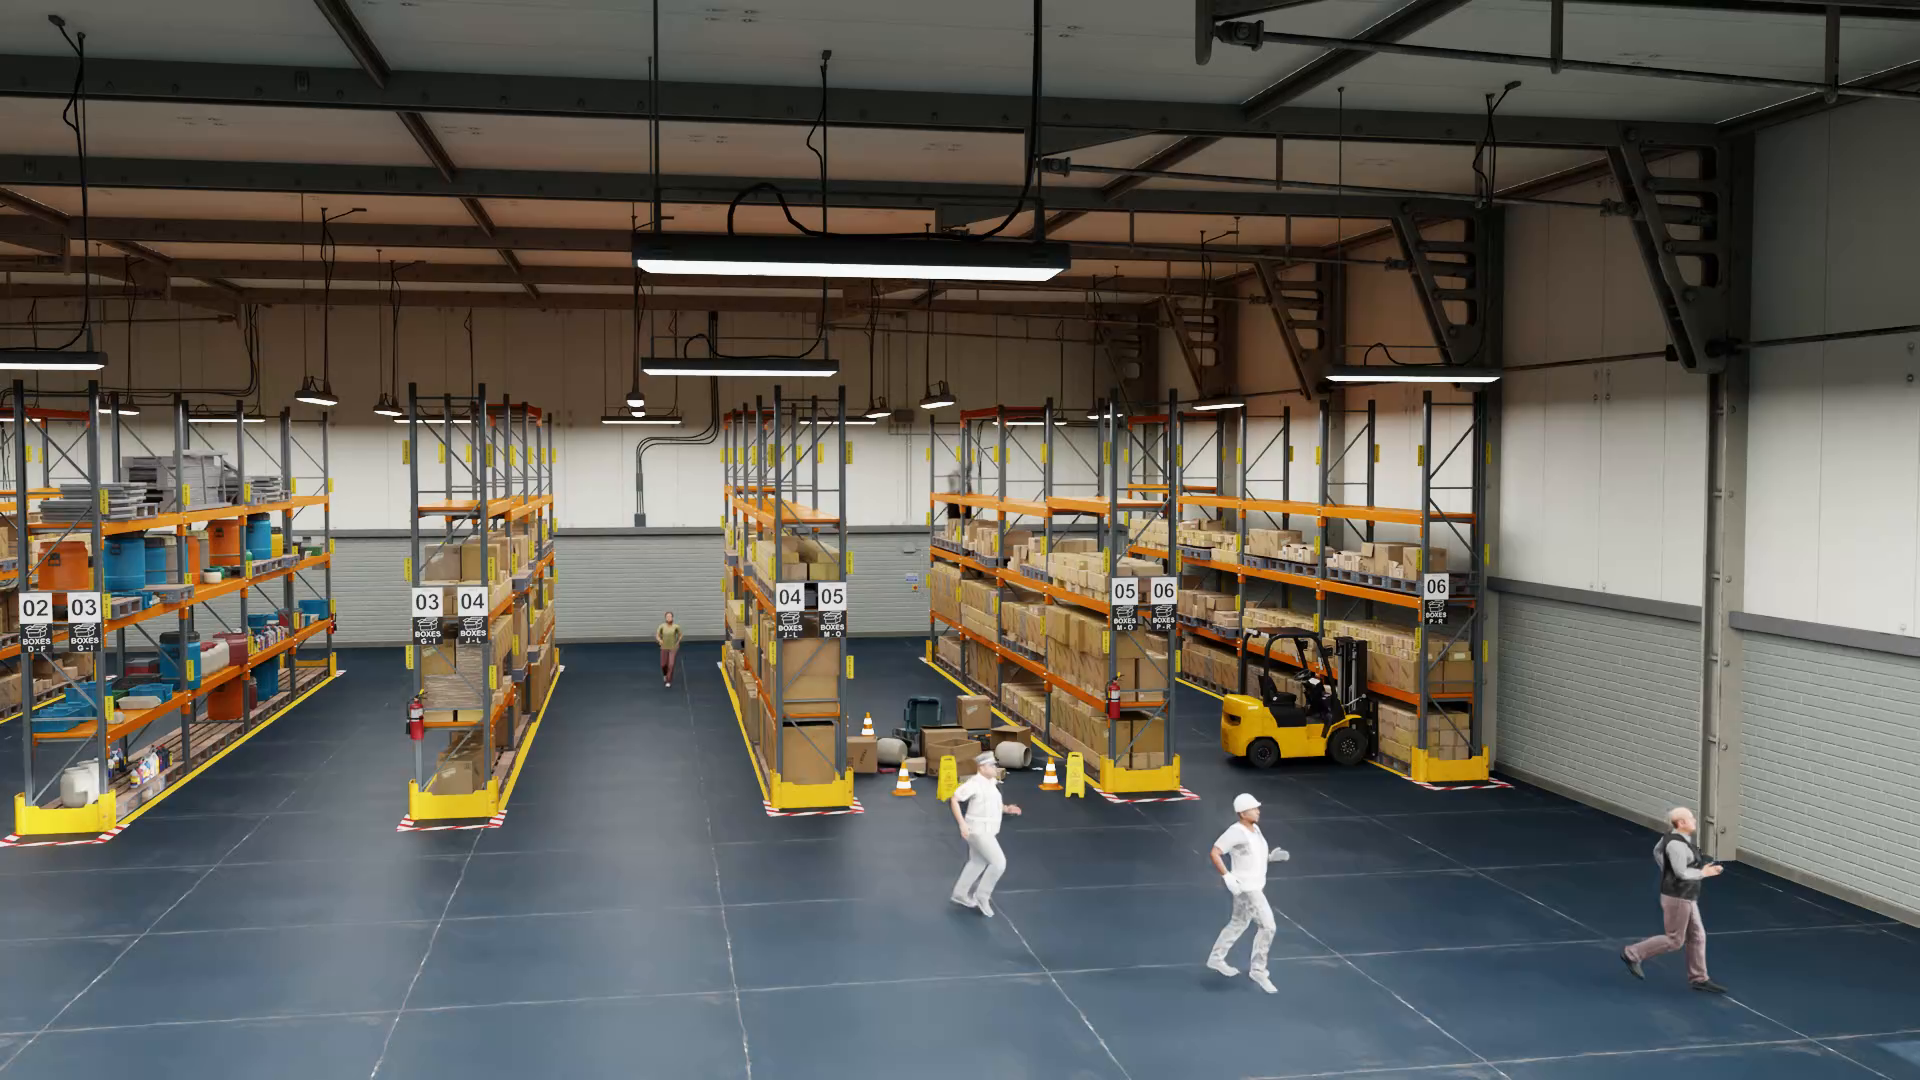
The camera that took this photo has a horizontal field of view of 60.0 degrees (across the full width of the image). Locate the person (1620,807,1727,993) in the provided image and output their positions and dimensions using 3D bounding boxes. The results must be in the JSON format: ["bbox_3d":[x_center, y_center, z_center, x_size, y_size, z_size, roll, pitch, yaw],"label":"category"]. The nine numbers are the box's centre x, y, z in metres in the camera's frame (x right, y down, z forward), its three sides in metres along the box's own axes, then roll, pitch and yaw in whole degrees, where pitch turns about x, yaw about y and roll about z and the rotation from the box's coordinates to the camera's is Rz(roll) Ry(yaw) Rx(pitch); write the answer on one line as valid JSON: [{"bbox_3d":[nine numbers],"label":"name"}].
[{"bbox_3d":[6.674,3.339,15.520,0.924,1.701,0.659,1,3,25],"label":"person"}]

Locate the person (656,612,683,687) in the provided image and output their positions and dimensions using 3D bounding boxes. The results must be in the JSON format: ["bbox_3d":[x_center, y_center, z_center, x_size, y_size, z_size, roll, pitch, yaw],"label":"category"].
[{"bbox_3d":[-6.297,2.362,36.035,0.565,1.623,0.535,0,3,-9],"label":"person"}]

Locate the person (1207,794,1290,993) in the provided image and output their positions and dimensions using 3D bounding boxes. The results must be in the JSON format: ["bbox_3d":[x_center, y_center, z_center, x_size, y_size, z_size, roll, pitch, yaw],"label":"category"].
[{"bbox_3d":[2.705,3.315,15.674,0.781,1.846,0.660,1,3,19],"label":"person"}]

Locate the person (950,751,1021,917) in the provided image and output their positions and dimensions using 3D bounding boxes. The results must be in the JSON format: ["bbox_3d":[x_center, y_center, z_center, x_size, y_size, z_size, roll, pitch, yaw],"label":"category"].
[{"bbox_3d":[0.268,3.207,18.174,0.826,1.815,0.627,1,3,20],"label":"person"}]
